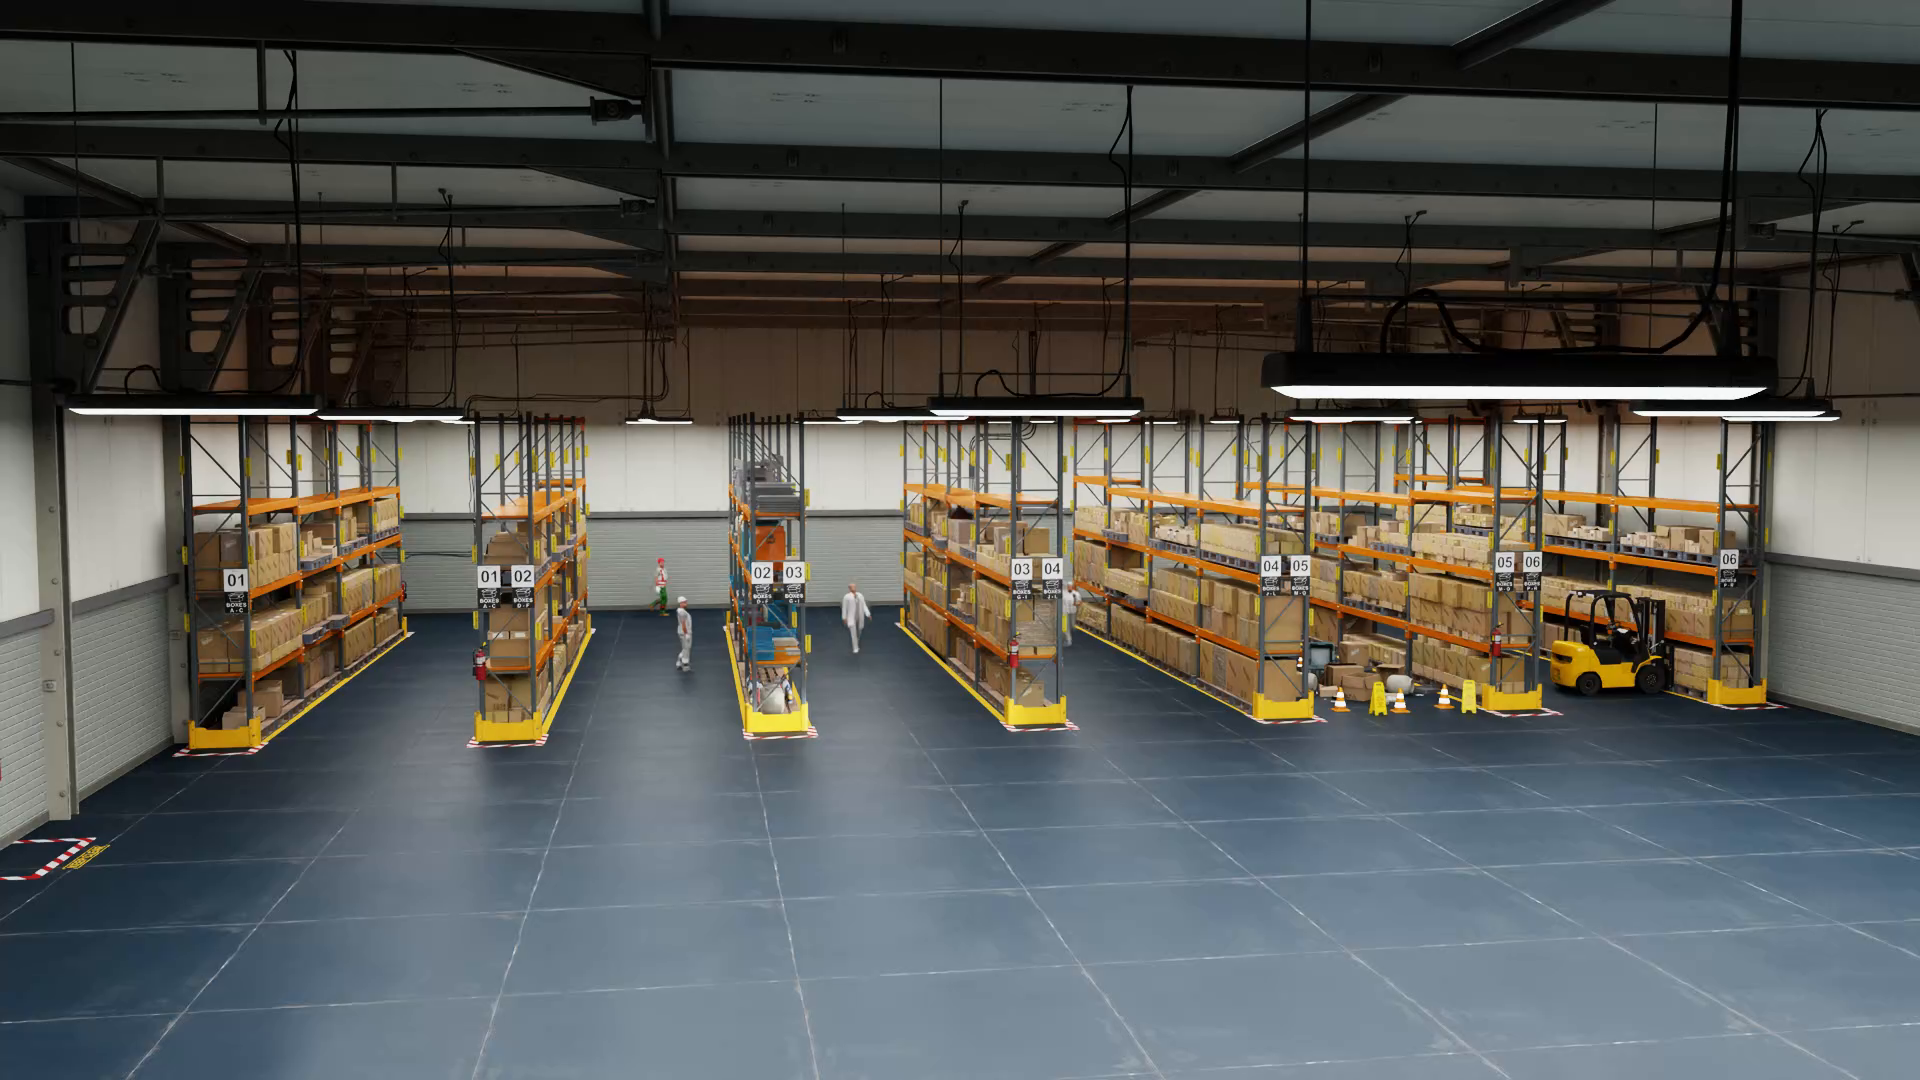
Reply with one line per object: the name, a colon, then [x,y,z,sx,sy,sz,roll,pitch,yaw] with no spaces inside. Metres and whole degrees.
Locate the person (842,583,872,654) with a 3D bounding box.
person: [-2.560,1.922,41.006,0.704,1.720,1.126,-1,4,-17]

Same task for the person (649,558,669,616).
person: [-9.089,1.421,50.152,0.642,1.764,0.637,0,4,-5]

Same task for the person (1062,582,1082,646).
person: [2.922,1.908,43.660,0.594,1.619,1.028,0,4,-6]

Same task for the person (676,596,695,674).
person: [-6.364,2.200,38.588,0.442,1.791,0.575,-2,4,-30]
